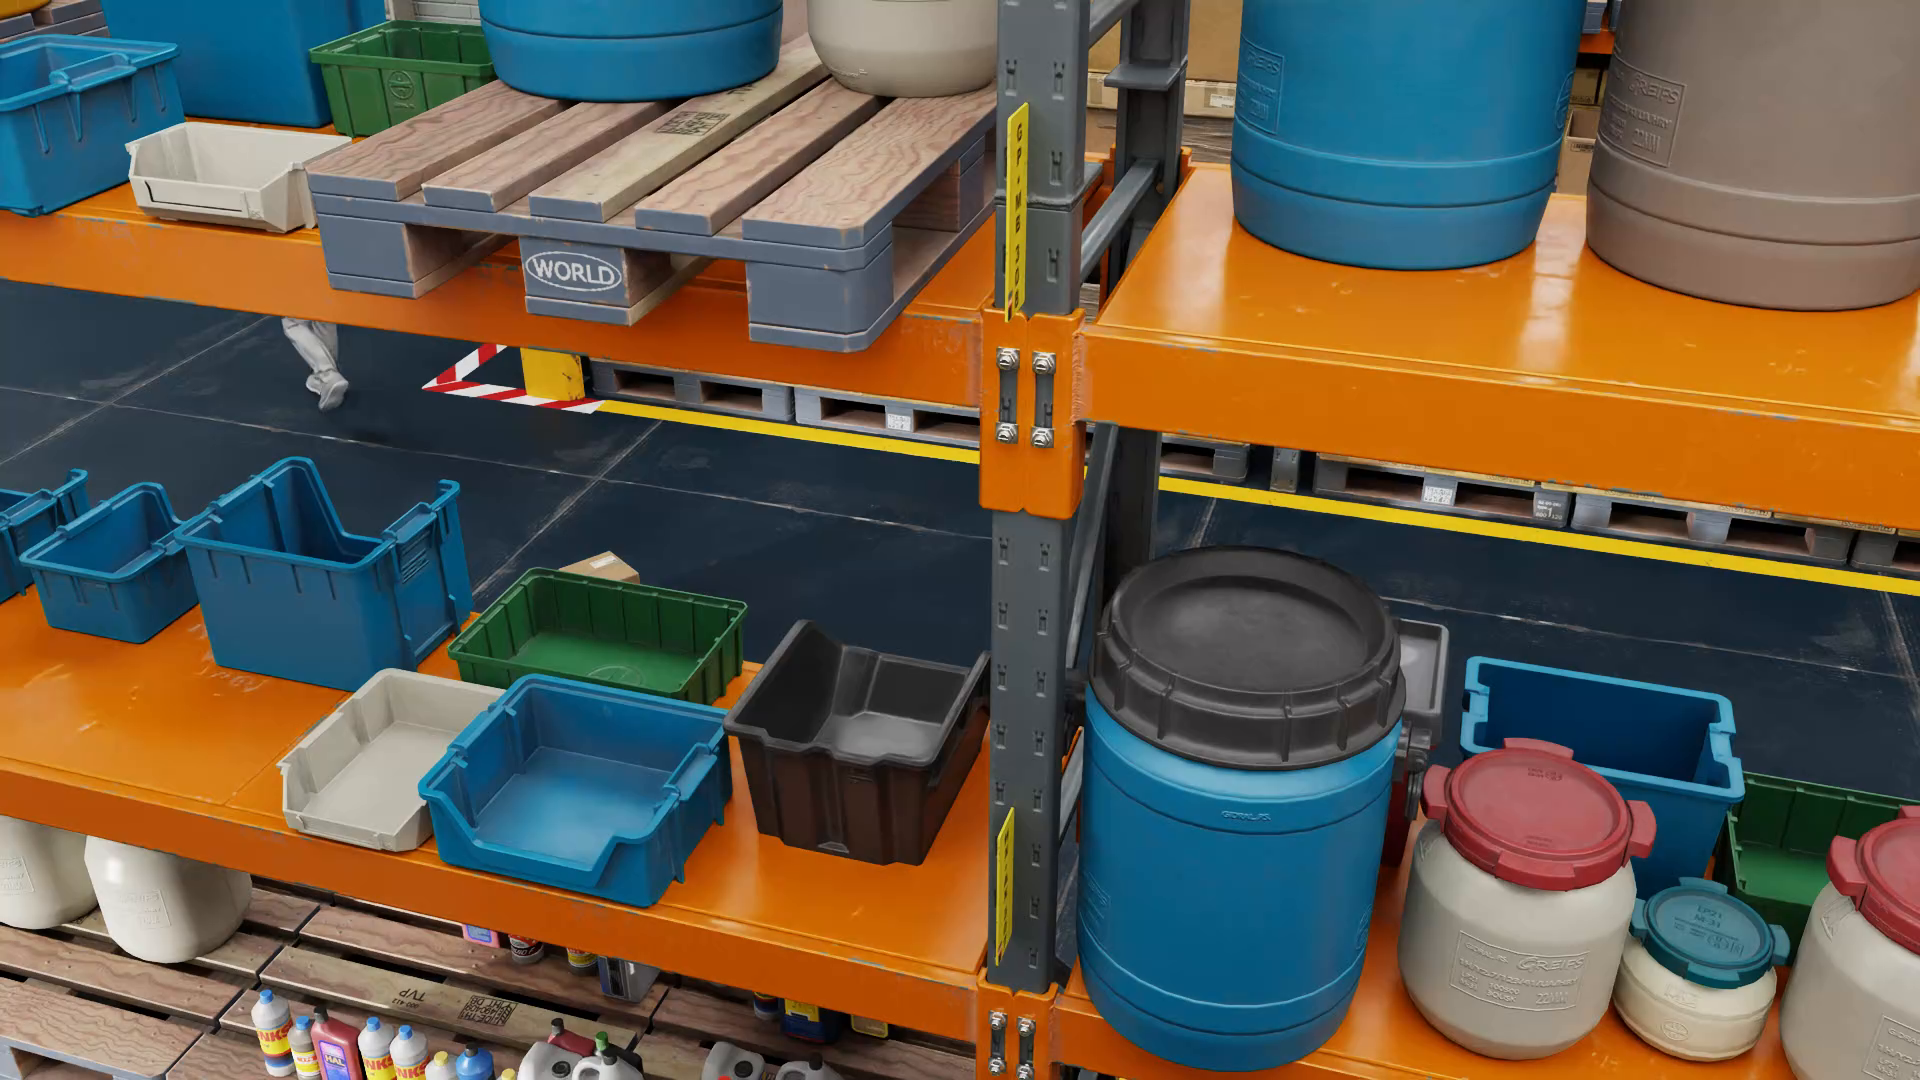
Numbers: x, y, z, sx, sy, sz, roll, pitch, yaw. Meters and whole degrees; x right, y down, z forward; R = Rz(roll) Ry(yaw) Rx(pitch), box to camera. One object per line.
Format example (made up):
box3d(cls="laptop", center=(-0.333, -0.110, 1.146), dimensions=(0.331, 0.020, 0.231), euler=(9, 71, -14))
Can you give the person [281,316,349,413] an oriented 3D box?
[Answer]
box3d(cls="person", center=(-3.379, -1.464, 8.715), dimensions=(0.495, 1.640, 0.763), euler=(-23, 37, -35))
